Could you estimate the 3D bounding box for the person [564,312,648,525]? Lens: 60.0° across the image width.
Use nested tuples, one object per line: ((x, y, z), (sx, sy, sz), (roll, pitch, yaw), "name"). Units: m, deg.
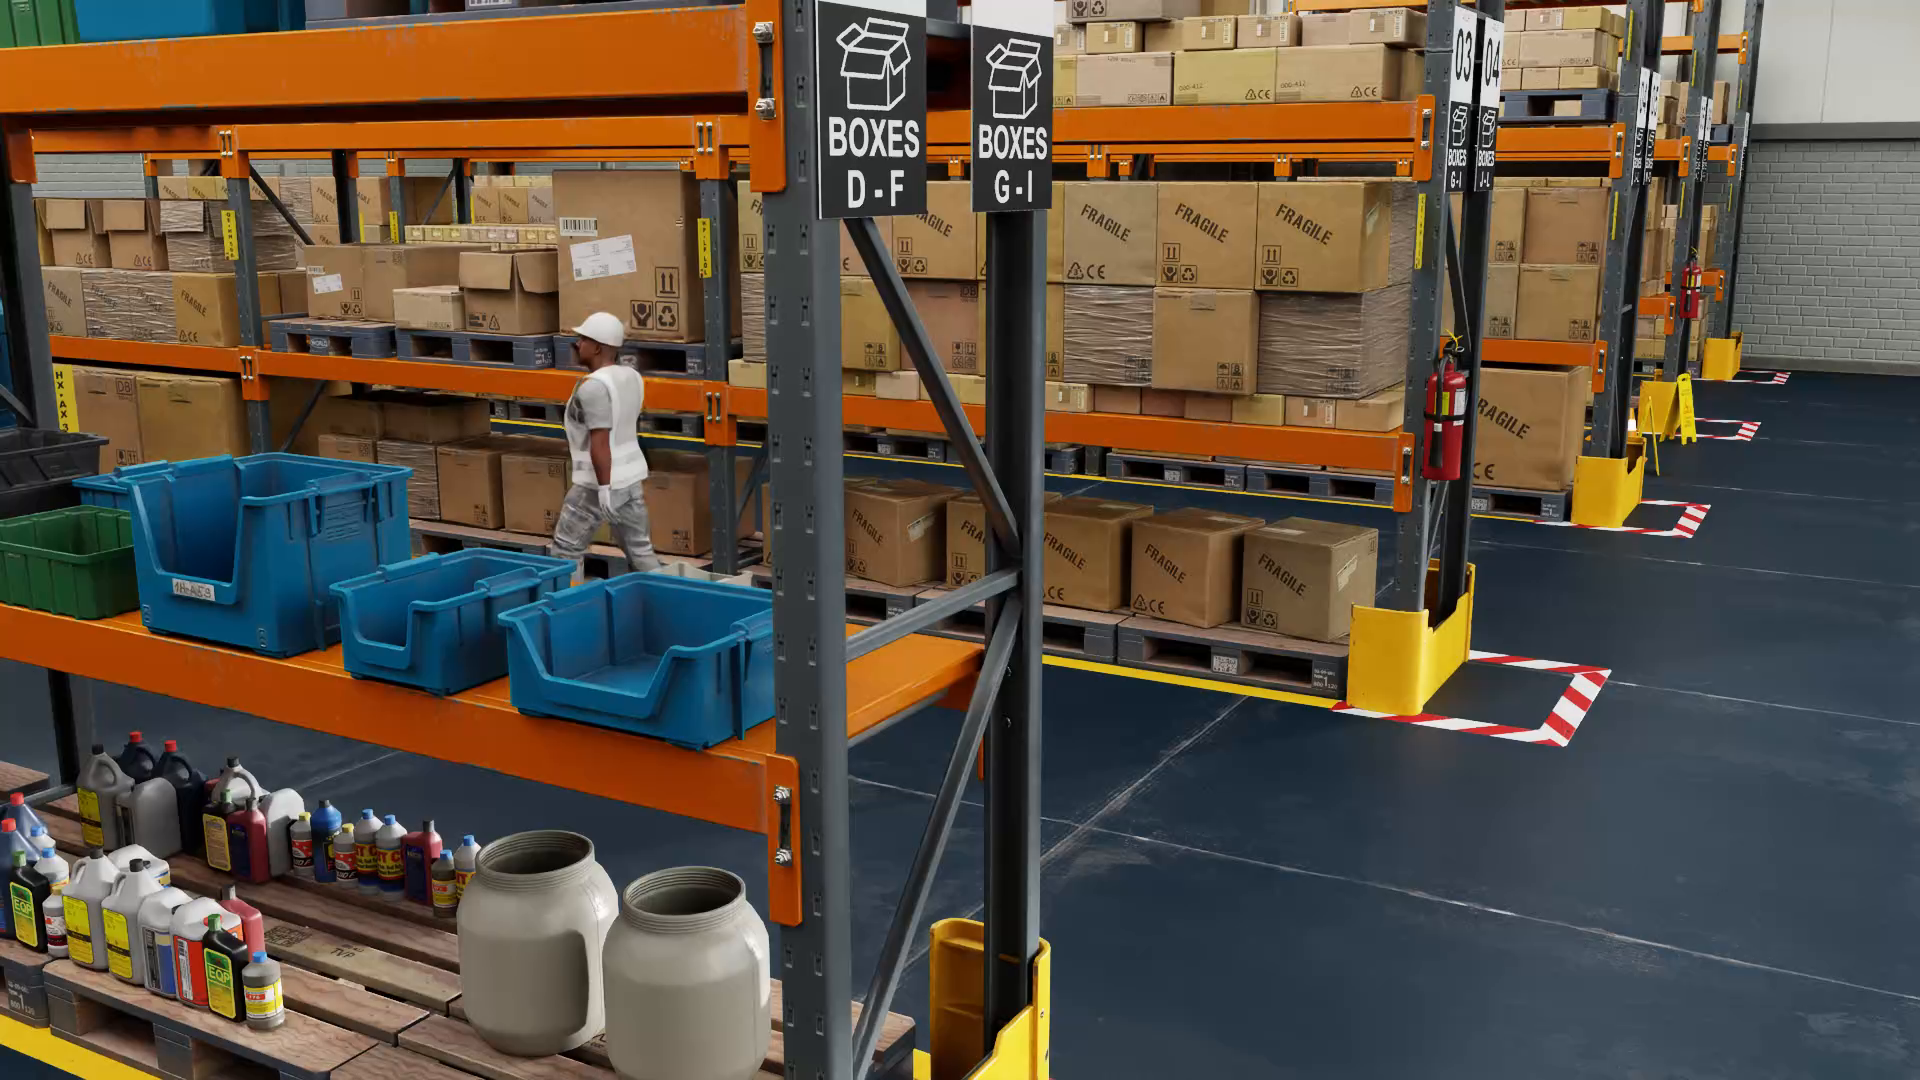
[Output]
((-1.896, -0.276, 8.699), (0.754, 1.825, 0.549), (5, 13, 20), "person")
